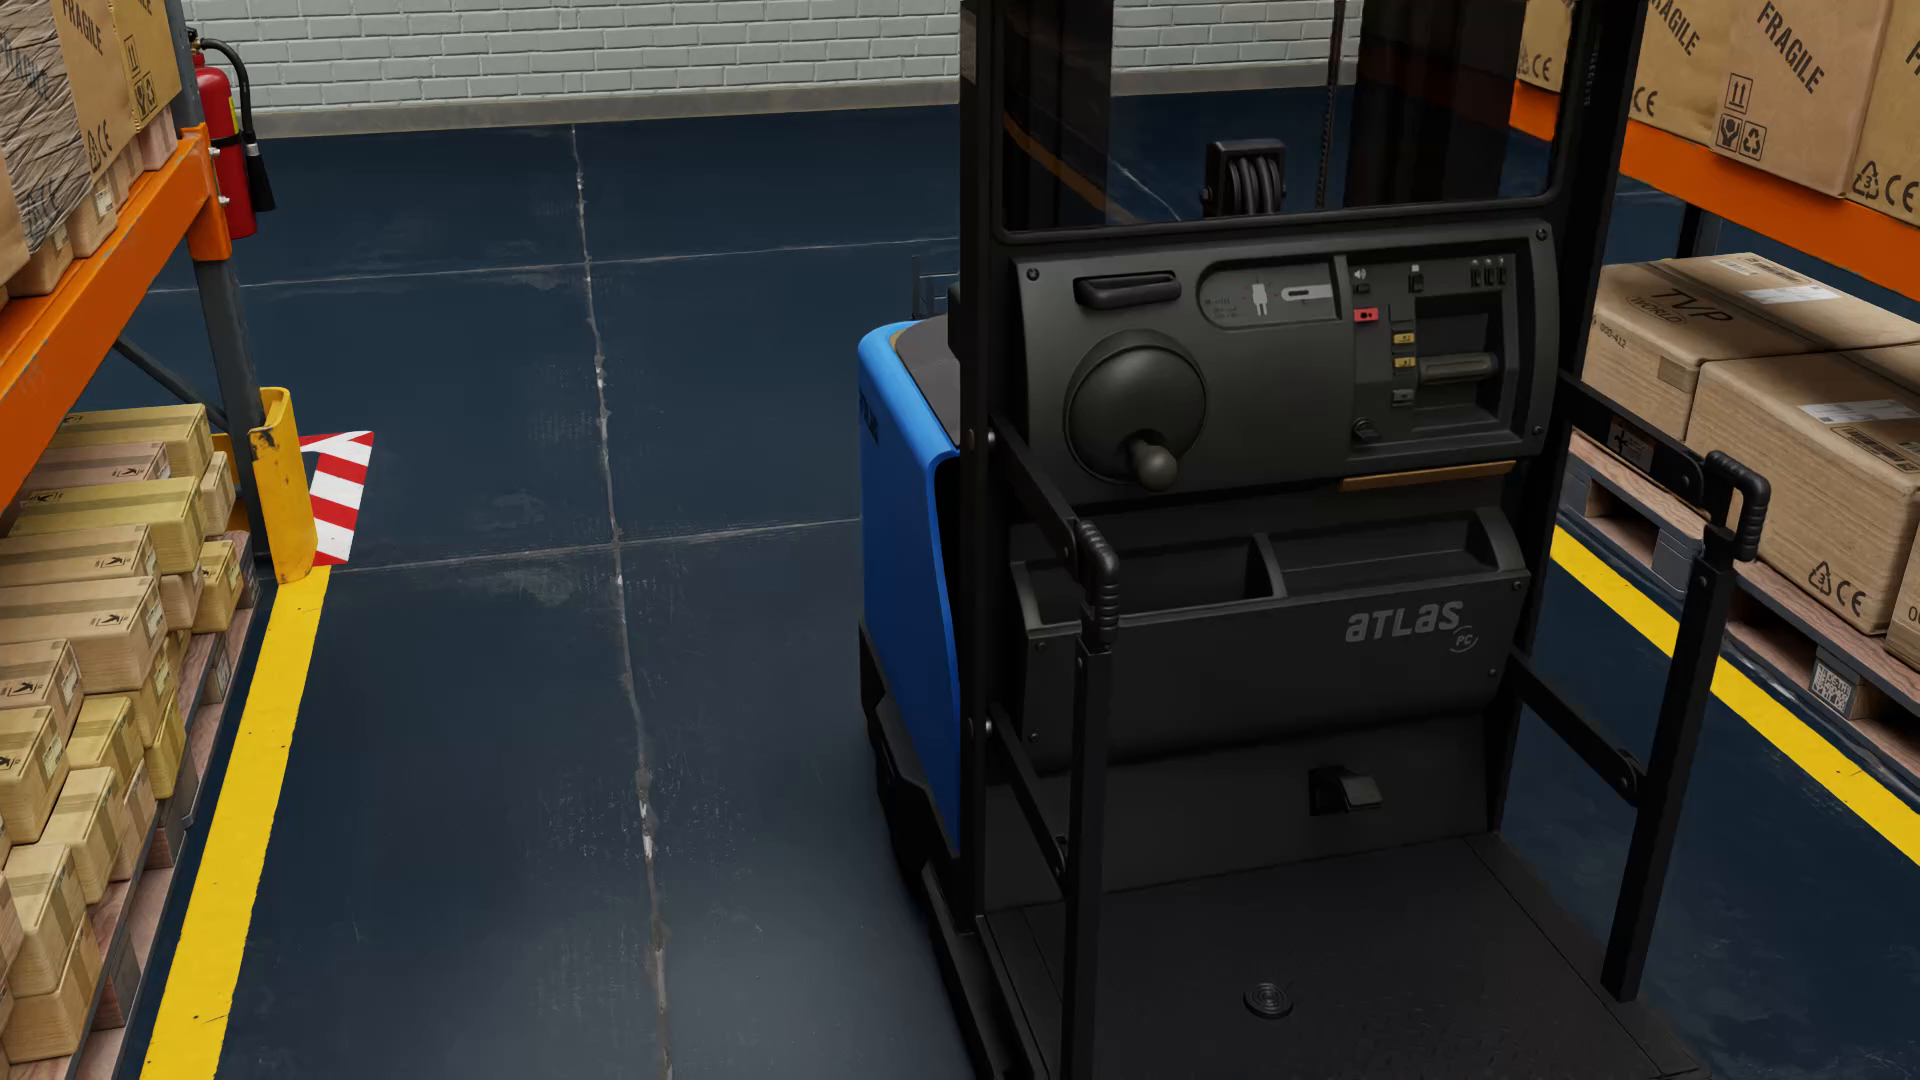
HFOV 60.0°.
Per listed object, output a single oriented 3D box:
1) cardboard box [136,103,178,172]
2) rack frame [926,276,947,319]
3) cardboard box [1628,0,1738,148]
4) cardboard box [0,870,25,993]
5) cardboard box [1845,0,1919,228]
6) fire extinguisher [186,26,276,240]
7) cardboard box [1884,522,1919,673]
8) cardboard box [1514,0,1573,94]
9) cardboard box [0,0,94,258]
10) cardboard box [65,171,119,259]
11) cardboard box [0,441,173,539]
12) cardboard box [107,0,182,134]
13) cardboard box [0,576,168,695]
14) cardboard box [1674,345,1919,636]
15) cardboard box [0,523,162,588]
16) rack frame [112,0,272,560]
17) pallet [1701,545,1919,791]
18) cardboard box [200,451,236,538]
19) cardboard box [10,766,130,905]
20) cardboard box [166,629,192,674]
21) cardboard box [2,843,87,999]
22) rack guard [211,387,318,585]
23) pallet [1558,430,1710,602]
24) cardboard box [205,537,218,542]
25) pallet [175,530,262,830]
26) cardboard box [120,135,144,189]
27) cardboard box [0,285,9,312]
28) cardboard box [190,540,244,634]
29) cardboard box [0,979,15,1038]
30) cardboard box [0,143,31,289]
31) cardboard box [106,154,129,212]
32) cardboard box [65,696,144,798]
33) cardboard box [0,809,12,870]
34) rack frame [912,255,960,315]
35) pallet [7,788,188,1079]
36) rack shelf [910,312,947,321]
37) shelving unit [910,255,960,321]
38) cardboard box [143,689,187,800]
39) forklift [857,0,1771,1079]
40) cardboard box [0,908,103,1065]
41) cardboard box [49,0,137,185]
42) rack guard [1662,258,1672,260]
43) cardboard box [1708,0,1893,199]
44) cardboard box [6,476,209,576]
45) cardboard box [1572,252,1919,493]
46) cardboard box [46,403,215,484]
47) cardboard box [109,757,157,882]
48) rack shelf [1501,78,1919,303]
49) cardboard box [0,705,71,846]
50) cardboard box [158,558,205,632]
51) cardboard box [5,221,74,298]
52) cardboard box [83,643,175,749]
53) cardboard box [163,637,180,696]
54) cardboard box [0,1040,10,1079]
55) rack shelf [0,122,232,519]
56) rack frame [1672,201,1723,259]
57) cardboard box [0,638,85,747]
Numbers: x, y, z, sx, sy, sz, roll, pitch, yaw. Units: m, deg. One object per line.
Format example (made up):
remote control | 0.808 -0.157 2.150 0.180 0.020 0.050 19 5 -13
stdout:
cardboard box | -2.239 -1.037 4.254 0.380 0.149 0.250 -6 27 -12
rack frame | 0.021 -0.361 4.966 0.240 0.900 0.006 -6 27 -12
cardboard box | 2.182 -1.396 4.576 0.500 0.500 0.500 -6 27 -12
cardboard box | -1.730 0.675 2.621 0.380 0.149 0.250 -5 27 -10
cardboard box | 2.408 -0.952 3.697 0.500 0.500 0.500 -5 27 -10
fire extinguisher | -2.195 -1.220 4.837 0.296 0.674 0.183 -6 27 -12
cardboard box | 2.874 0.223 3.858 0.875 0.438 0.875 -7 28 -13
cardboard box | 2.041 -1.615 5.010 0.500 0.500 0.500 -6 27 -12
cardboard box | -2.001 -0.821 3.107 0.500 0.500 0.500 -6 27 -11
cardboard box | -2.068 -0.705 3.598 0.380 0.149 0.250 -5 27 -10
cardboard box | -2.221 -0.121 4.198 0.380 0.149 0.250 -5 27 -11
cardboard box | -2.236 -1.270 3.995 0.500 0.500 0.500 -5 27 -11
cardboard box | -1.927 0.212 3.538 0.380 0.149 0.250 -5 27 -10
cardboard box | 2.673 -0.173 4.642 0.875 0.438 0.875 -5 27 -10
cardboard box | -2.042 0.100 3.760 0.380 0.149 0.250 -7 28 -14
rack frame | -2.588 -1.263 4.424 1.000 3.000 0.127 -6 27 -12
pallet | 2.740 0.312 4.397 1.003 0.211 1.213 -6 27 -12
cardboard box | -2.191 -0.108 4.503 0.380 0.149 0.250 -7 28 -13
cardboard box | -1.814 0.578 3.143 0.380 0.149 0.250 -6 27 -11
cardboard box | -2.134 0.259 4.105 0.380 0.149 0.250 -6 27 -12
cardboard box | -1.783 0.689 2.923 0.380 0.149 0.250 -6 27 -12
rack guard | -2.571 -0.114 4.921 1.175 0.500 0.348 -6 27 -12
pallet | 2.469 -0.222 5.456 1.003 0.211 1.213 -6 27 -12
cardboard box | -2.266 0.032 4.556 0.380 0.149 0.250 -5 27 -11
pallet | -2.422 0.375 4.272 1.003 0.211 1.213 -6 27 -12
cardboard box | -2.219 -0.924 4.030 0.380 0.149 0.250 -6 27 -12
cardboard box | -2.034 -0.462 3.116 0.380 0.149 0.250 -7 28 -14
cardboard box | -2.109 0.134 4.352 0.380 0.149 0.250 -5 27 -10
cardboard box | -1.788 0.806 2.691 0.380 0.149 0.250 -5 27 -9
cardboard box | -1.899 -0.601 2.671 0.500 0.500 0.500 -5 27 -9
cardboard box | -2.148 -0.815 3.815 0.380 0.149 0.250 -6 27 -12
cardboard box | -1.903 0.460 3.377 0.380 0.149 0.250 -5 27 -9
cardboard box | -1.872 0.564 2.842 0.380 0.149 0.250 -7 28 -14
rack frame | -0.025 -0.450 5.143 0.240 0.900 0.006 -6 27 -12
pallet | -2.151 0.910 3.213 1.003 0.211 1.213 -6 27 -12
rack shelf | -0.002 -0.617 4.948 0.258 0.077 0.200 -6 27 -12
shelving unit | -0.002 -0.405 5.054 0.258 0.900 0.210 -6 27 -12
cardboard box | -1.947 0.472 3.684 0.380 0.149 0.250 -7 28 -14
forklift | 0.600 -0.263 2.518 1.130 2.935 3.031 -6 27 -12
cardboard box | -1.787 0.820 2.994 0.380 0.149 0.250 -7 28 -13
cardboard box | -2.125 -1.043 3.546 0.500 0.500 0.500 -6 27 -12
rack guard | 2.207 -0.705 6.092 1.175 0.500 0.348 -6 27 -12
cardboard box | 2.279 -1.171 4.129 0.500 0.500 0.500 -6 27 -12
cardboard box | -2.039 -0.020 3.998 0.380 0.149 0.250 -7 28 -13
cardboard box | 2.458 -0.574 5.436 0.875 0.438 0.875 -7 28 -13
cardboard box | -2.222 -0.237 4.428 0.380 0.149 0.250 -6 27 -11
cardboard box | -1.905 0.594 3.442 0.380 0.149 0.250 -5 27 -11
rack shelf | 2.663 -0.611 3.930 1.077 0.370 4.000 -6 27 -12
cardboard box | -1.889 0.451 3.064 0.380 0.149 0.250 -6 27 -11
cardboard box | -2.072 0.120 4.051 0.380 0.149 0.250 -7 28 -14
cardboard box | -2.037 -0.587 3.362 0.380 0.149 0.250 -7 28 -14
cardboard box | -1.943 0.346 3.604 0.380 0.149 0.250 -6 27 -11
cardboard box | -2.065 0.366 3.893 0.380 0.149 0.250 -6 27 -11
cardboard box | -1.823 0.944 2.749 0.380 0.149 0.250 -7 28 -14
rack shelf | -2.137 -0.064 2.846 1.077 0.370 4.000 -6 27 -12
rack frame | 2.212 -1.810 5.508 1.000 3.000 0.127 -6 27 -12
cardboard box | -1.976 0.339 3.286 0.380 0.149 0.250 -7 28 -13
